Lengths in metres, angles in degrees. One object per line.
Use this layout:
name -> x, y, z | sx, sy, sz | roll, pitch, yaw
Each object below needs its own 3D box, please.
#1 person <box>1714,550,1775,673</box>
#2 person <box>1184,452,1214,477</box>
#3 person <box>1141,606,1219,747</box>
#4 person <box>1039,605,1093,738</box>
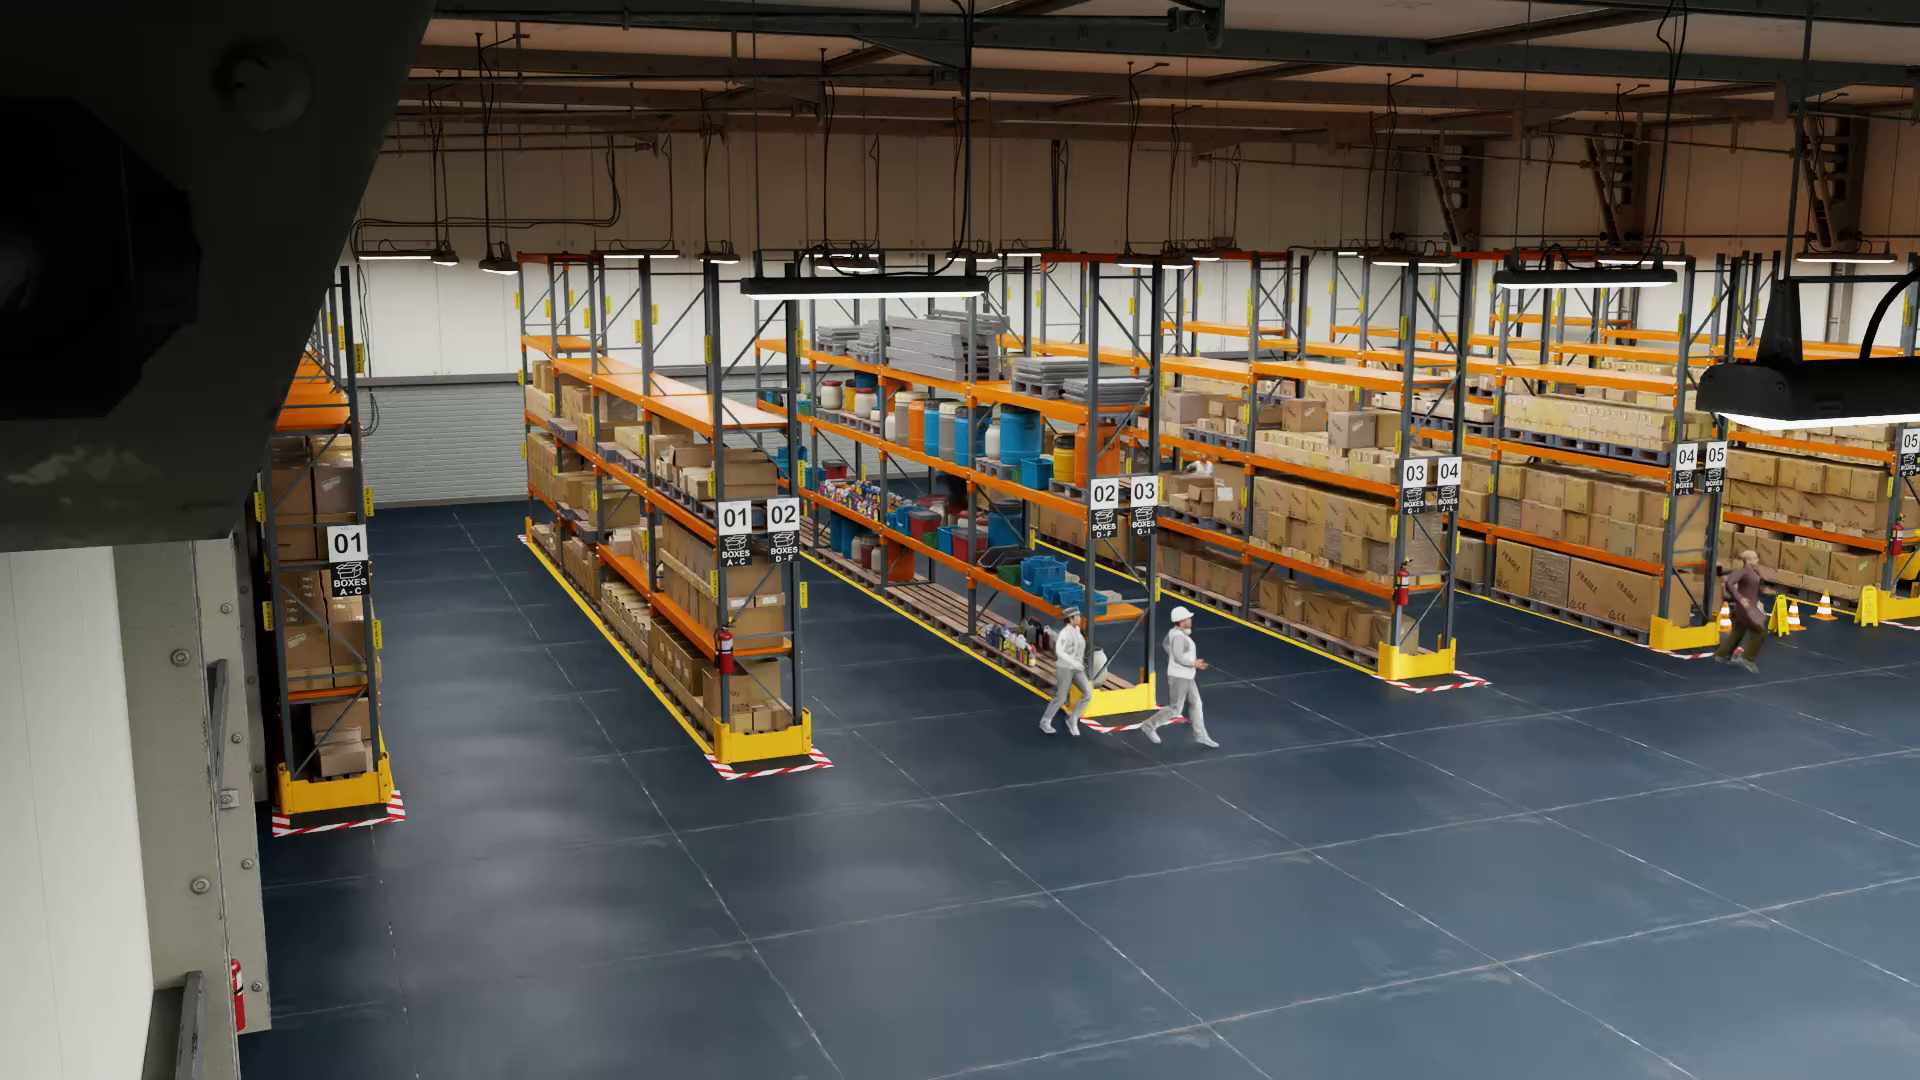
person -> 11.534, 1.055, 24.421 | 0.749, 1.835, 0.683 | 6, 12, 28
person -> 5.209, -1.060, 35.797 | 0.653, 1.837, 0.830 | -3, 11, -18
person -> 2.767, 1.706, 20.763 | 0.973, 1.777, 0.696 | 2, 11, 10
person -> 1.419, 1.669, 21.361 | 0.642, 1.687, 0.676 | 7, 13, 34
